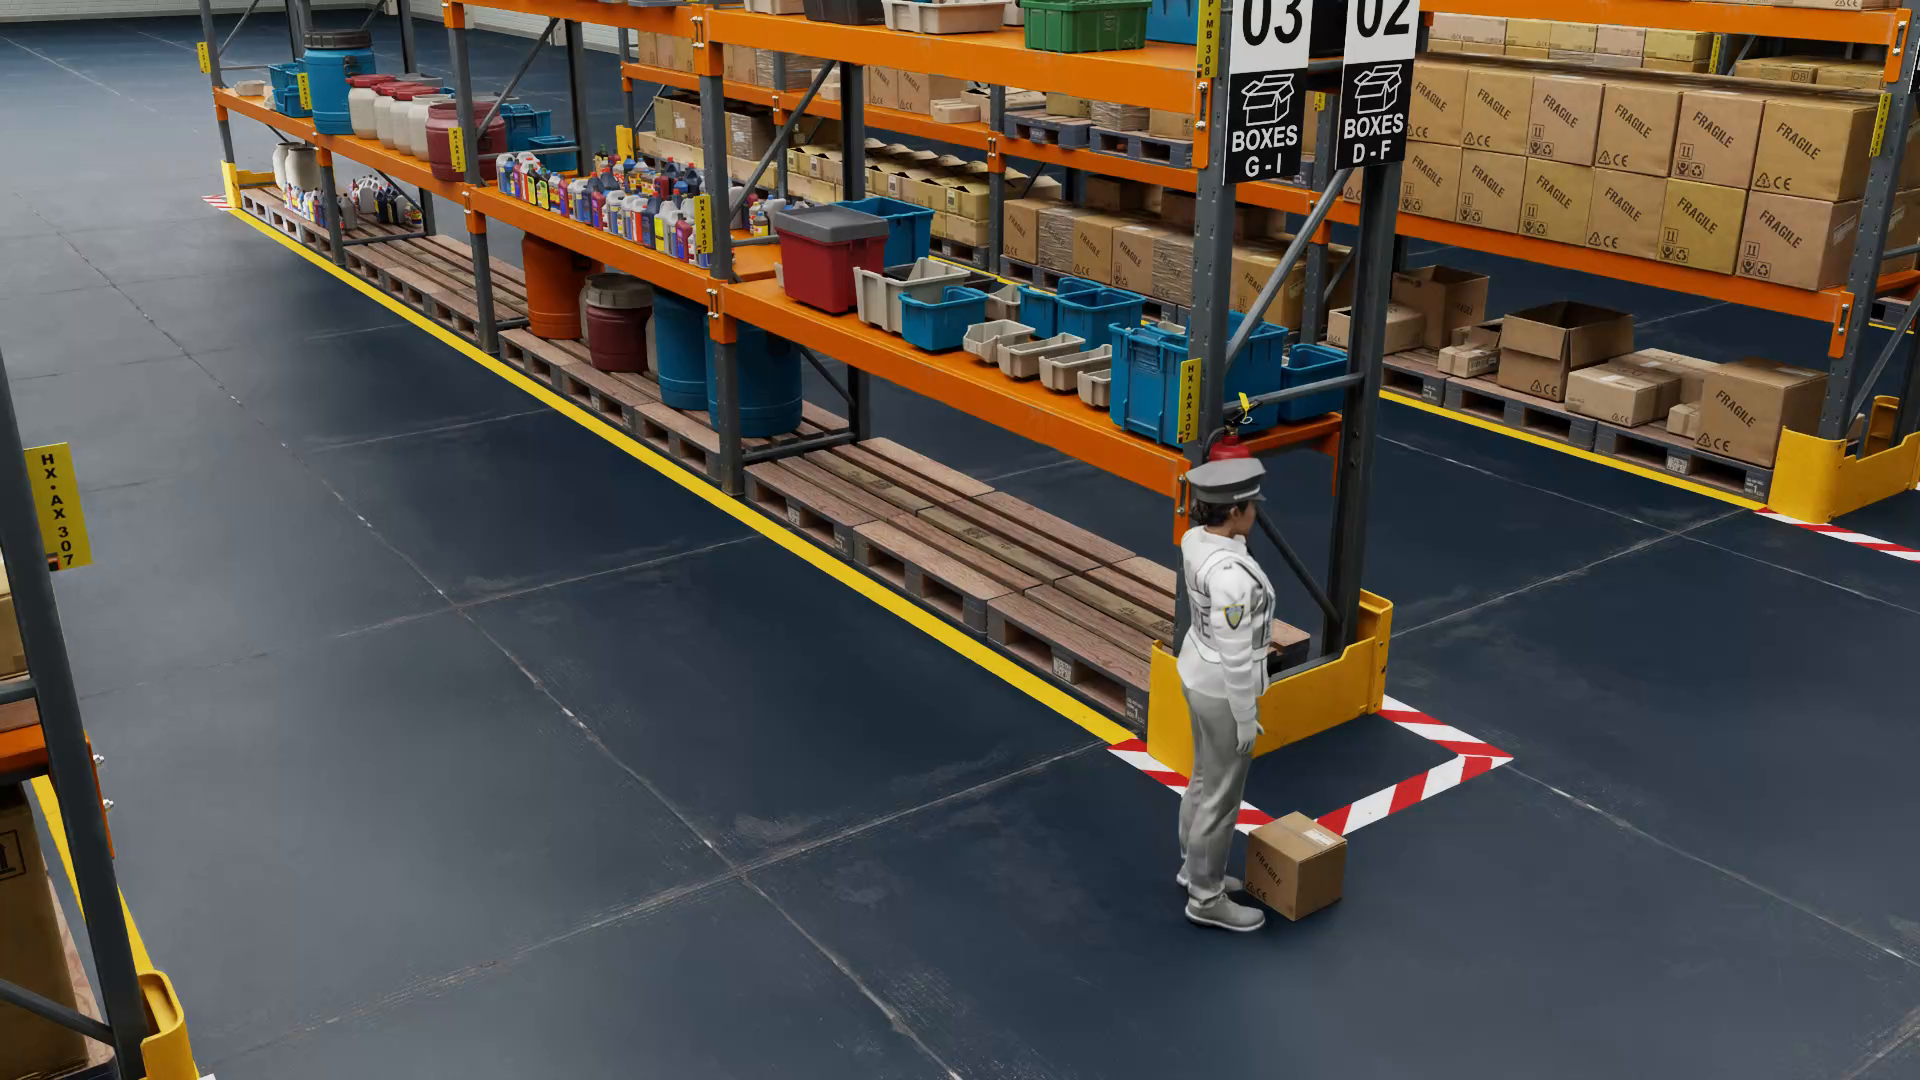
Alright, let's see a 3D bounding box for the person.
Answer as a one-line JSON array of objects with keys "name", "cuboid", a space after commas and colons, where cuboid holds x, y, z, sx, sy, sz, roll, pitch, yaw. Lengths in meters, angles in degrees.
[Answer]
[{"name": "person", "cuboid": [0.911, 0.549, 5.742, 0.331, 1.725, 0.498, -2, 22, -5]}]
